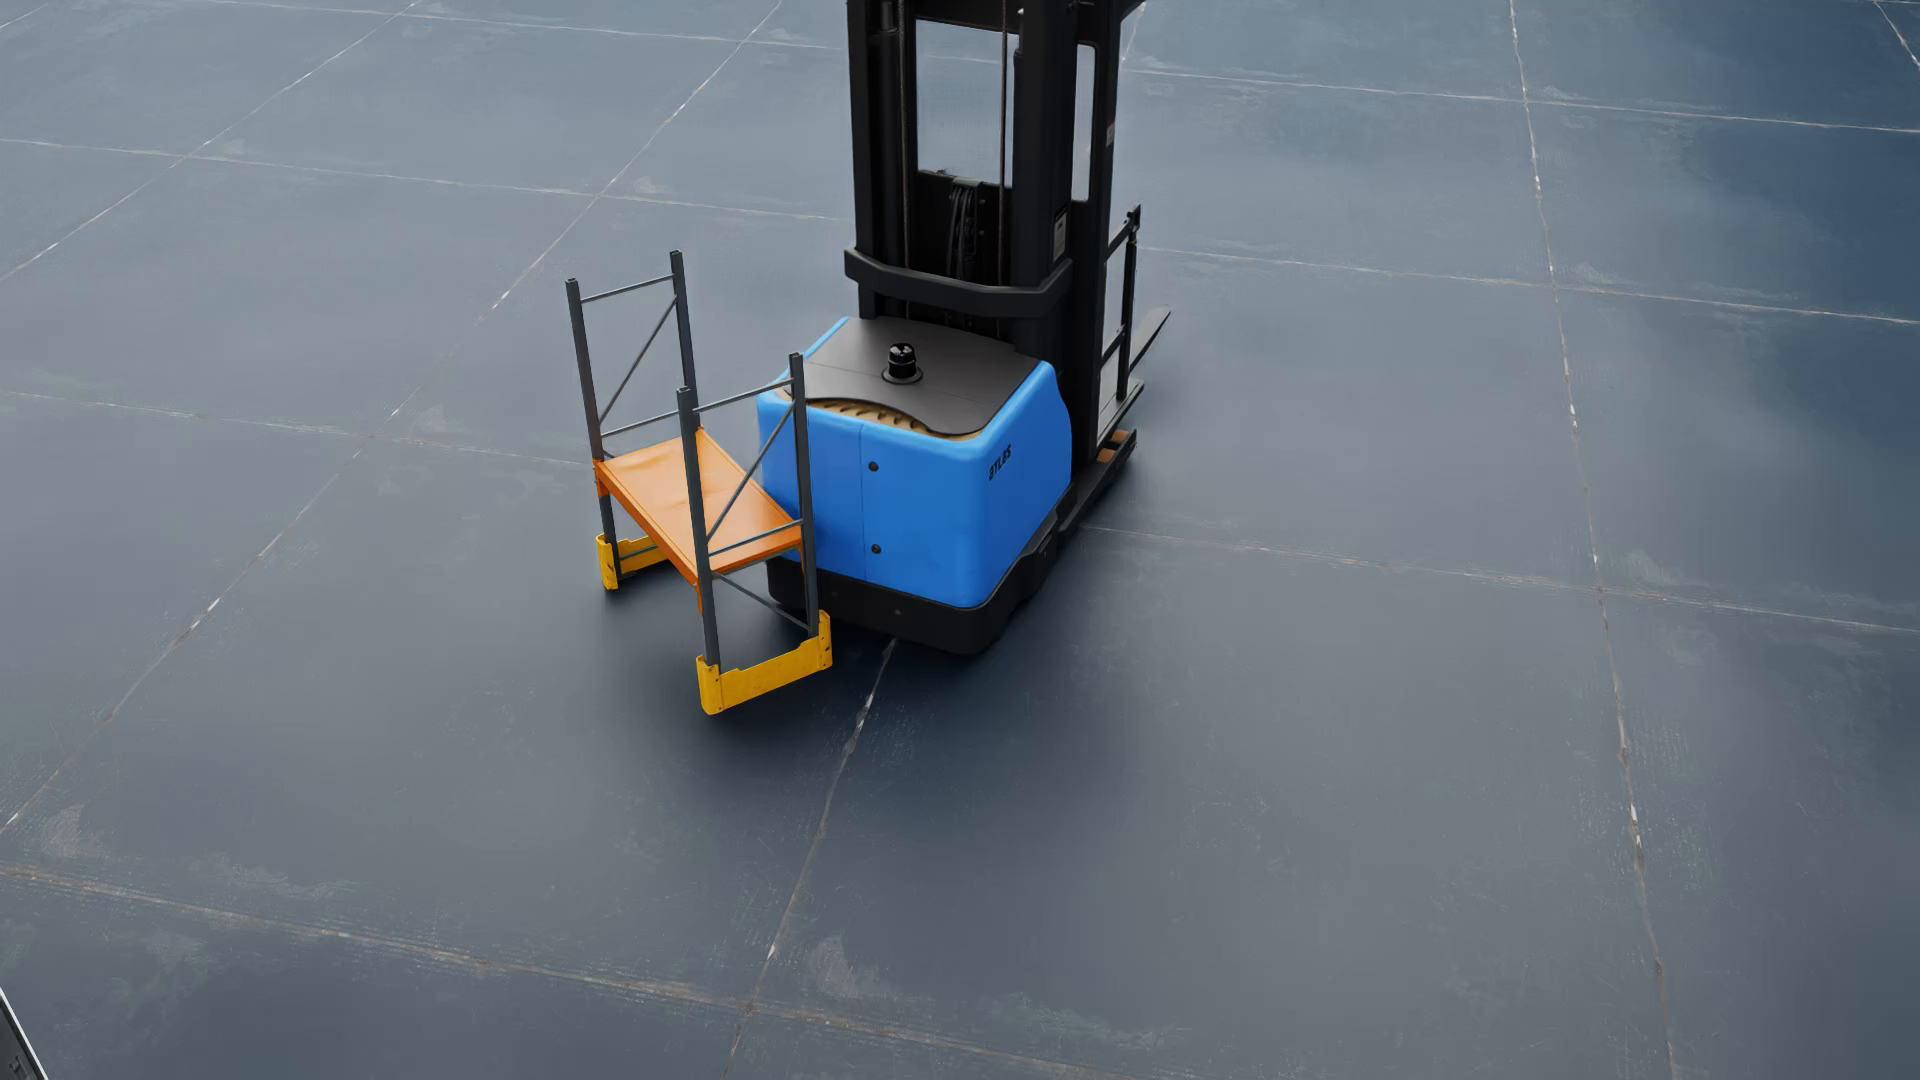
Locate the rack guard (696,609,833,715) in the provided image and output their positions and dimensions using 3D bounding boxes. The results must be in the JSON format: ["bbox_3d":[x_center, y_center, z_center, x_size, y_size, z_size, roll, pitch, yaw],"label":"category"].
[{"bbox_3d":[-0.798,0.500,6.846,0.587,0.250,0.087,-21,41,-27],"label":"rack guard"}]

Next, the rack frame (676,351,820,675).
[{"bbox_3d":[-0.797,-0.005,6.479,0.500,1.500,0.032,-21,41,-27],"label":"rack frame"}]

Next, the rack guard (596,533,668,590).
[{"bbox_3d":[-1.347,0.013,7.519,0.587,0.250,0.087,-21,41,-27],"label":"rack guard"}]

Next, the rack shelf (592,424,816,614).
[{"bbox_3d":[-1.078,-0.108,6.928,0.538,0.185,1.000,-21,41,-27],"label":"rack shelf"}]

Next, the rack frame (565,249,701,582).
[{"bbox_3d":[-1.358,-0.503,7.166,0.500,1.500,0.032,-21,41,-27],"label":"rack frame"}]

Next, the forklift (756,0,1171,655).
[{"bbox_3d":[0.226,-1.563,7.409,1.130,2.935,3.031,15,39,20],"label":"forklift"}]

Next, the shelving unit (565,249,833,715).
[{"bbox_3d":[-1.073,-0.249,6.816,0.587,1.500,1.083,-21,41,-27],"label":"shelving unit"}]
